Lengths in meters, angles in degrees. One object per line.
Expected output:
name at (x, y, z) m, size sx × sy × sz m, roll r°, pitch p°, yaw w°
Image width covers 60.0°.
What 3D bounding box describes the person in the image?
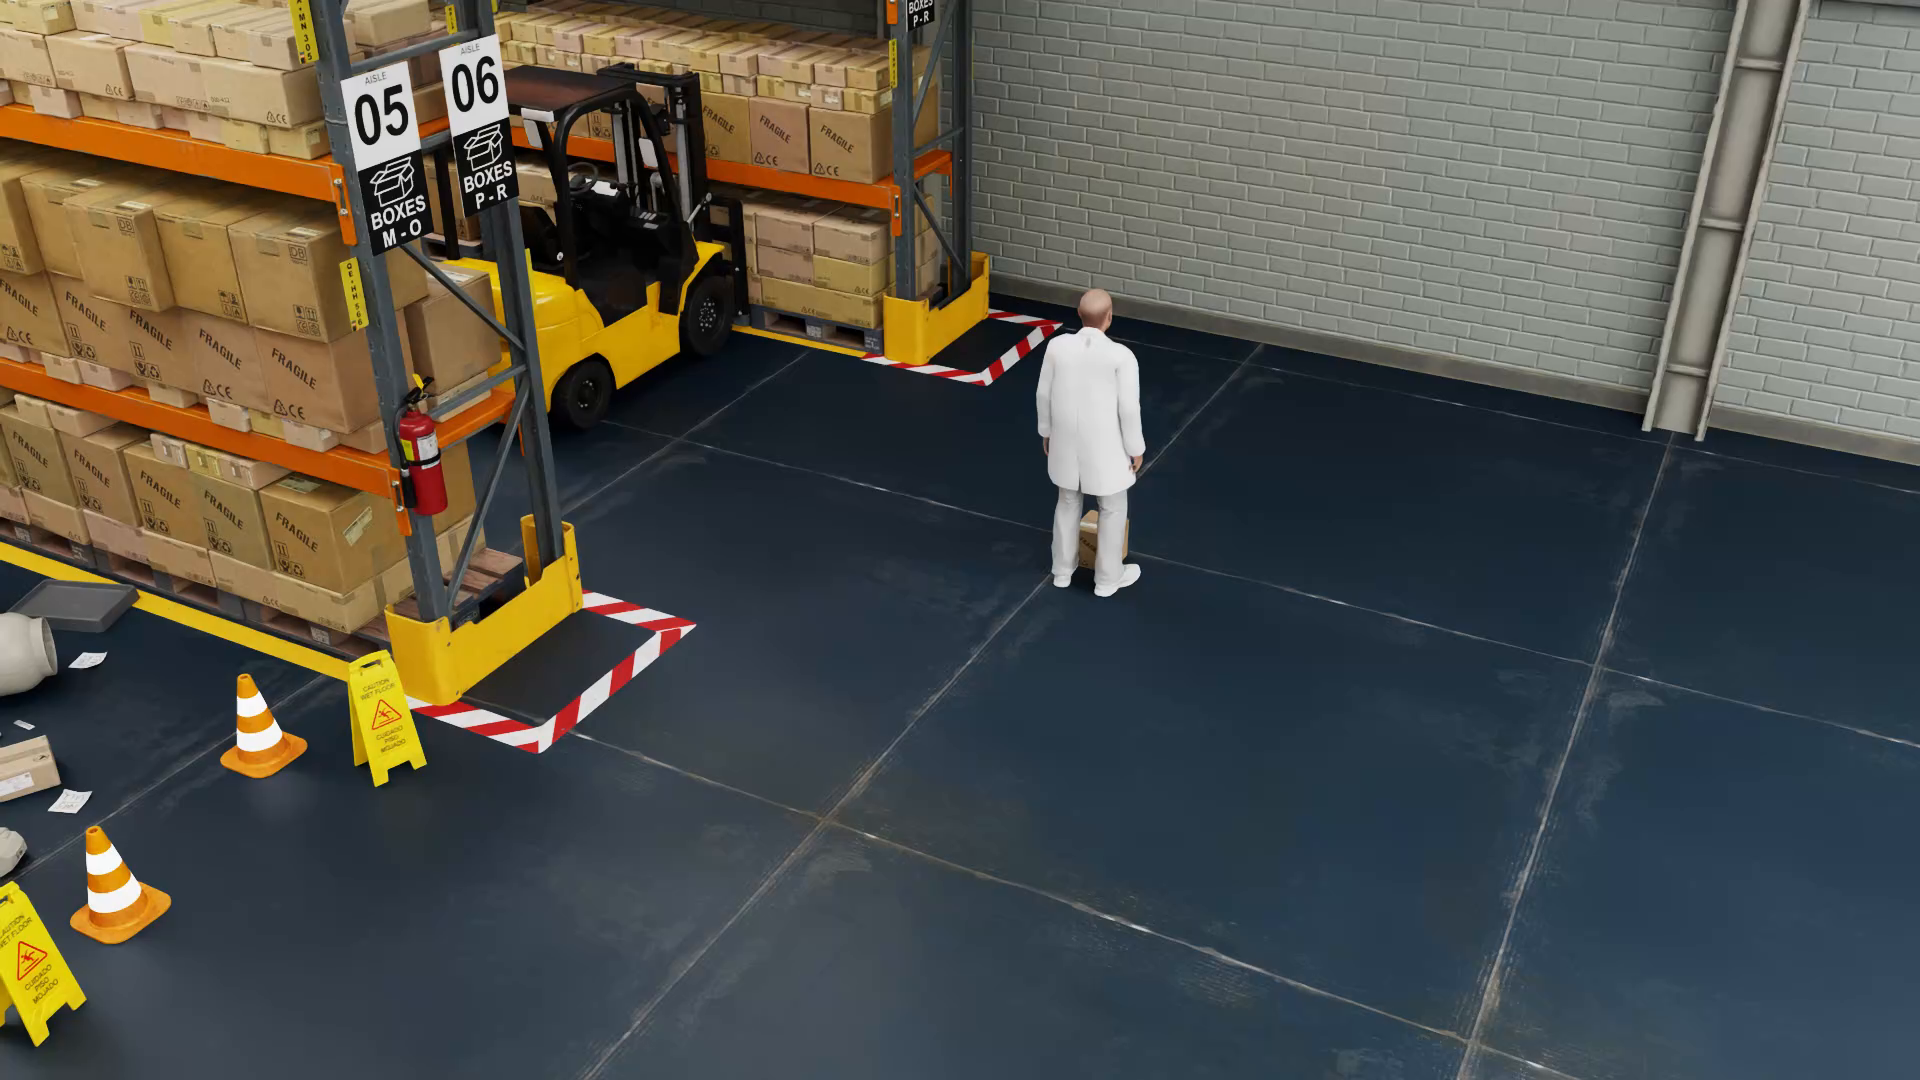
person at (0.728, -0.539, 9.260) m, size 0.641 × 1.773 × 0.427 m, roll 14°, pitch 33°, yaw 23°
